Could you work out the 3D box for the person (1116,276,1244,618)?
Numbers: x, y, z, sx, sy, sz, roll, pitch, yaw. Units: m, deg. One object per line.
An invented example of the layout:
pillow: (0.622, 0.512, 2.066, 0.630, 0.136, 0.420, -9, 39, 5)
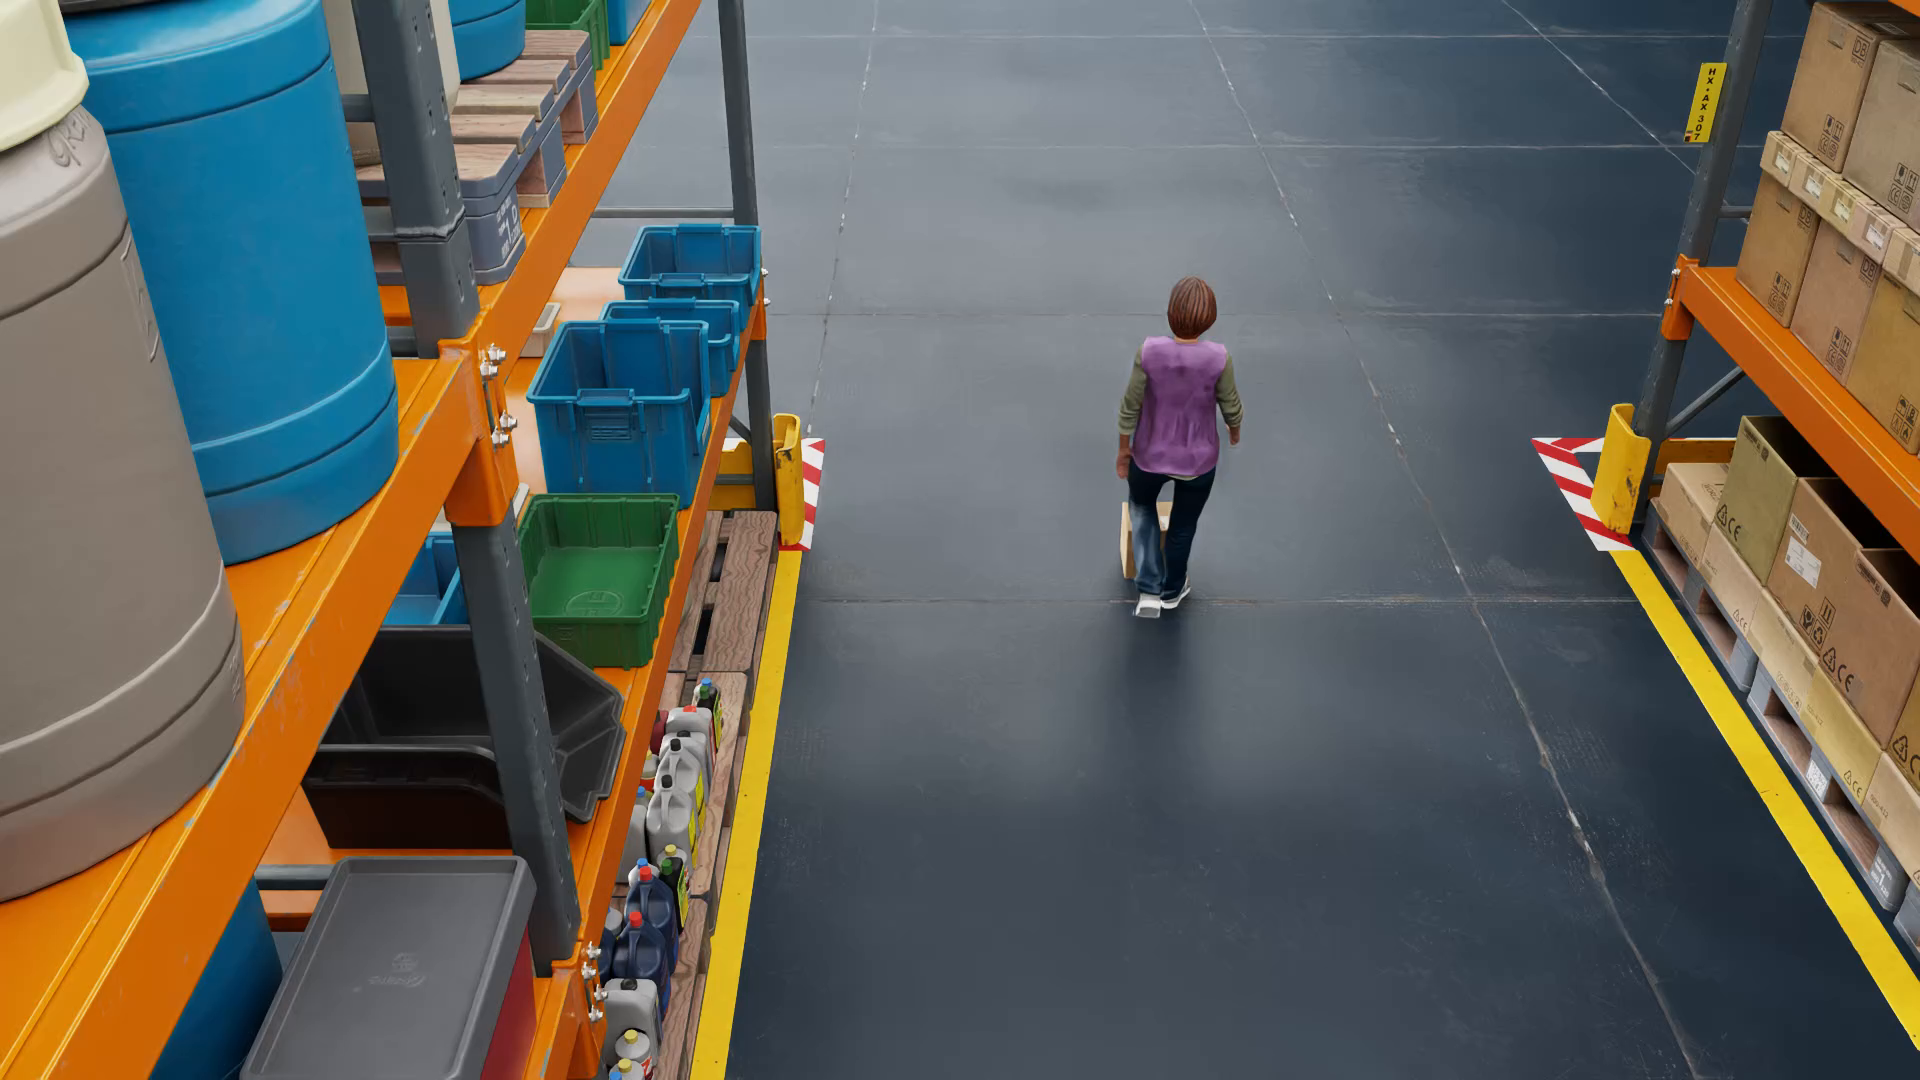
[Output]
person: (0.880, -0.356, 6.704, 0.485, 1.586, 0.554, 6, 32, 10)
